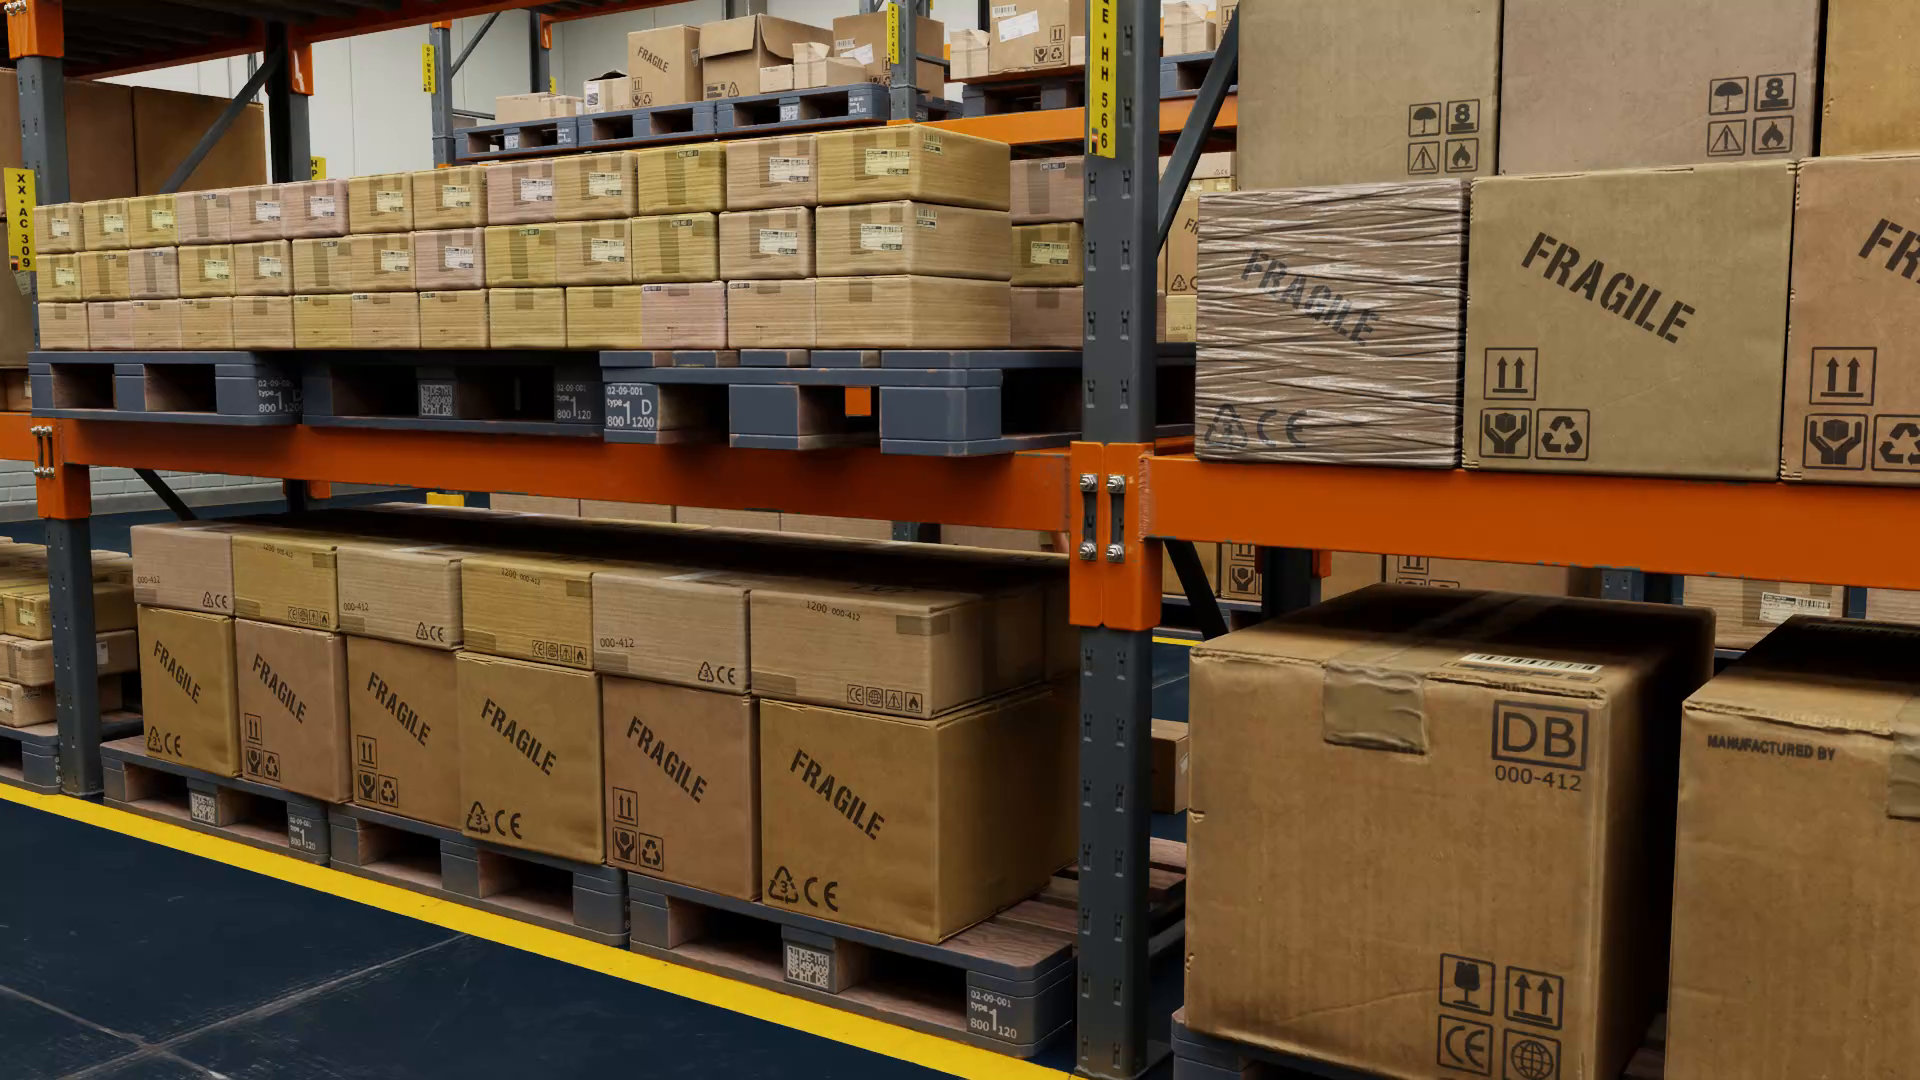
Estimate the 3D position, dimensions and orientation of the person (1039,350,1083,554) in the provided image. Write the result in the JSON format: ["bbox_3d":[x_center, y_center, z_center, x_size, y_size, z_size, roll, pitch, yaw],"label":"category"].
[{"bbox_3d":[0.456,0.046,5.651,0.357,1.652,0.499,4,8,34],"label":"person"}]
